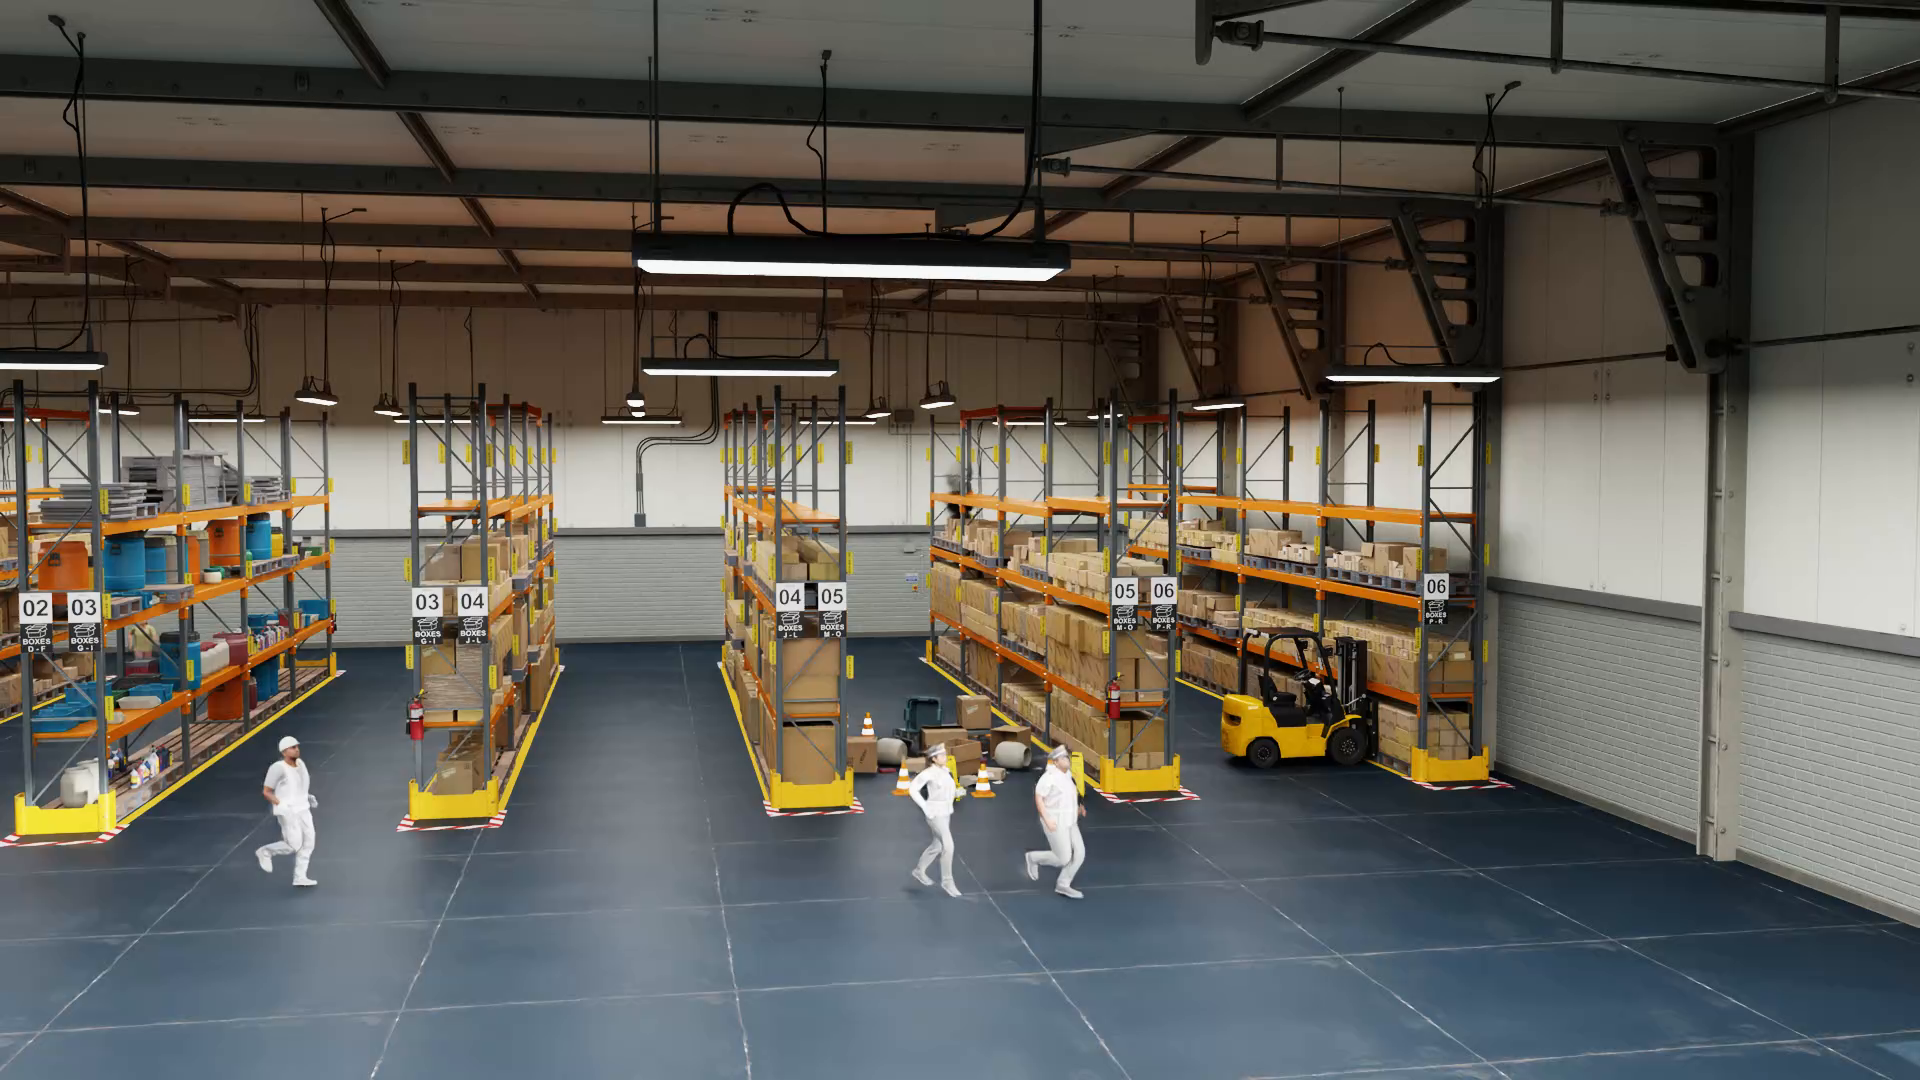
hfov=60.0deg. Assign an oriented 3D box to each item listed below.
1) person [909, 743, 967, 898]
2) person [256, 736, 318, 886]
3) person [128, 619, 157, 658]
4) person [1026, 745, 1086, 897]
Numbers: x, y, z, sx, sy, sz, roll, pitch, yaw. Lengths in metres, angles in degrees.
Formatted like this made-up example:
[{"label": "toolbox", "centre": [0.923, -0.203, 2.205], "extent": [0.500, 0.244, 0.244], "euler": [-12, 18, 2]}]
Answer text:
[{"label": "person", "centre": [-0.250, 3.188, 19.051], "extent": [0.692, 1.747, 0.597], "euler": [2, 3, 28]}, {"label": "person", "centre": [-7.822, 3.160, 19.380], "extent": [0.731, 1.750, 0.681], "euler": [1, 3, 16]}, {"label": "person", "centre": [-17.325, 2.383, 35.250], "extent": [0.552, 1.684, 0.687], "euler": [-1, 3, -26]}, {"label": "person", "centre": [1.103, 3.181, 18.933], "extent": [0.633, 1.727, 0.667], "euler": [2, 4, 35]}]
